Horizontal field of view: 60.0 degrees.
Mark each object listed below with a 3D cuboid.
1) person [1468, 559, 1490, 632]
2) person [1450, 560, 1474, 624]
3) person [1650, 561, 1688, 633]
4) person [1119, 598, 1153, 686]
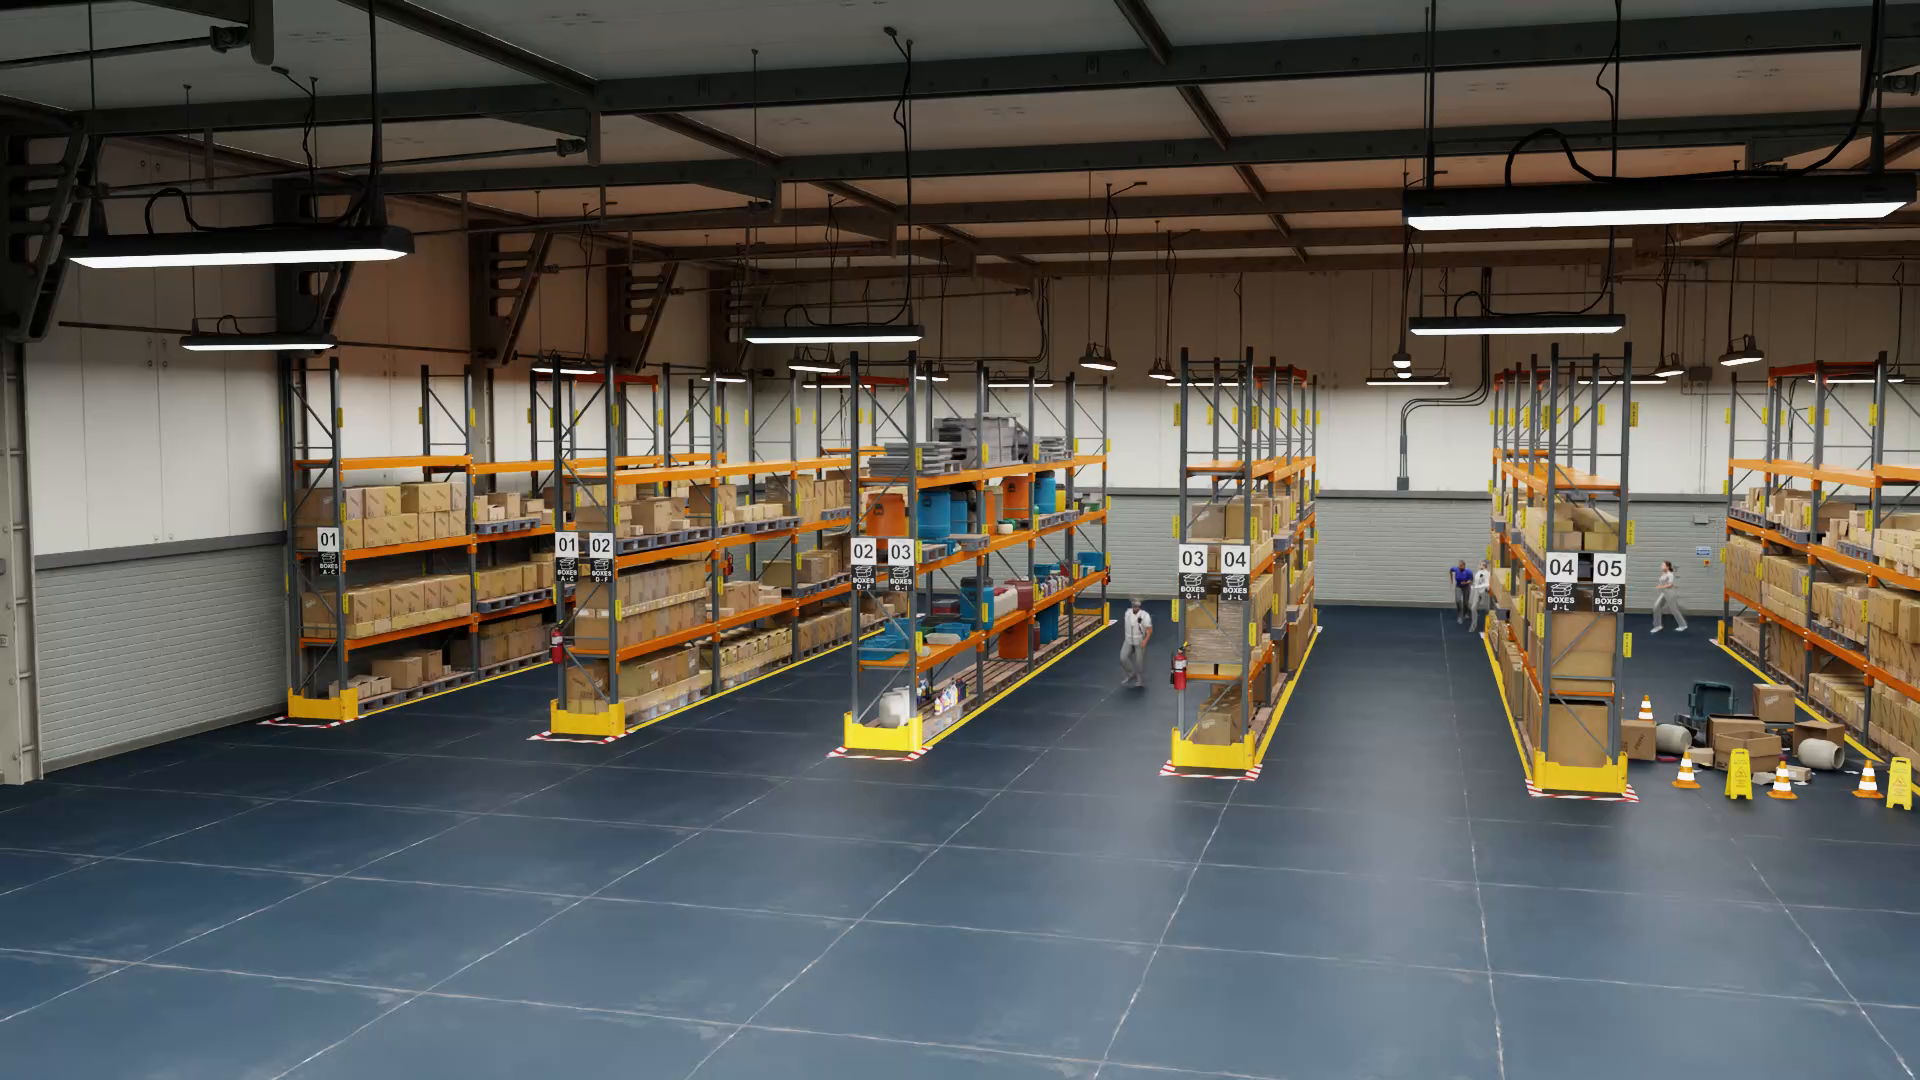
[{"bbox_3d":[12.315,1.294,39.047,0.837,1.721,0.609,-2,4,-21],"label":"person"},{"bbox_3d":[12.312,1.265,40.763,0.611,1.601,0.938,2,5,25],"label":"person"},{"bbox_3d":[16.484,1.326,38.609,0.847,1.701,0.562,0,4,1],"label":"person"},{"bbox_3d":[3.273,1.889,30.761,0.659,1.689,0.742,2,5,27],"label":"person"}]
